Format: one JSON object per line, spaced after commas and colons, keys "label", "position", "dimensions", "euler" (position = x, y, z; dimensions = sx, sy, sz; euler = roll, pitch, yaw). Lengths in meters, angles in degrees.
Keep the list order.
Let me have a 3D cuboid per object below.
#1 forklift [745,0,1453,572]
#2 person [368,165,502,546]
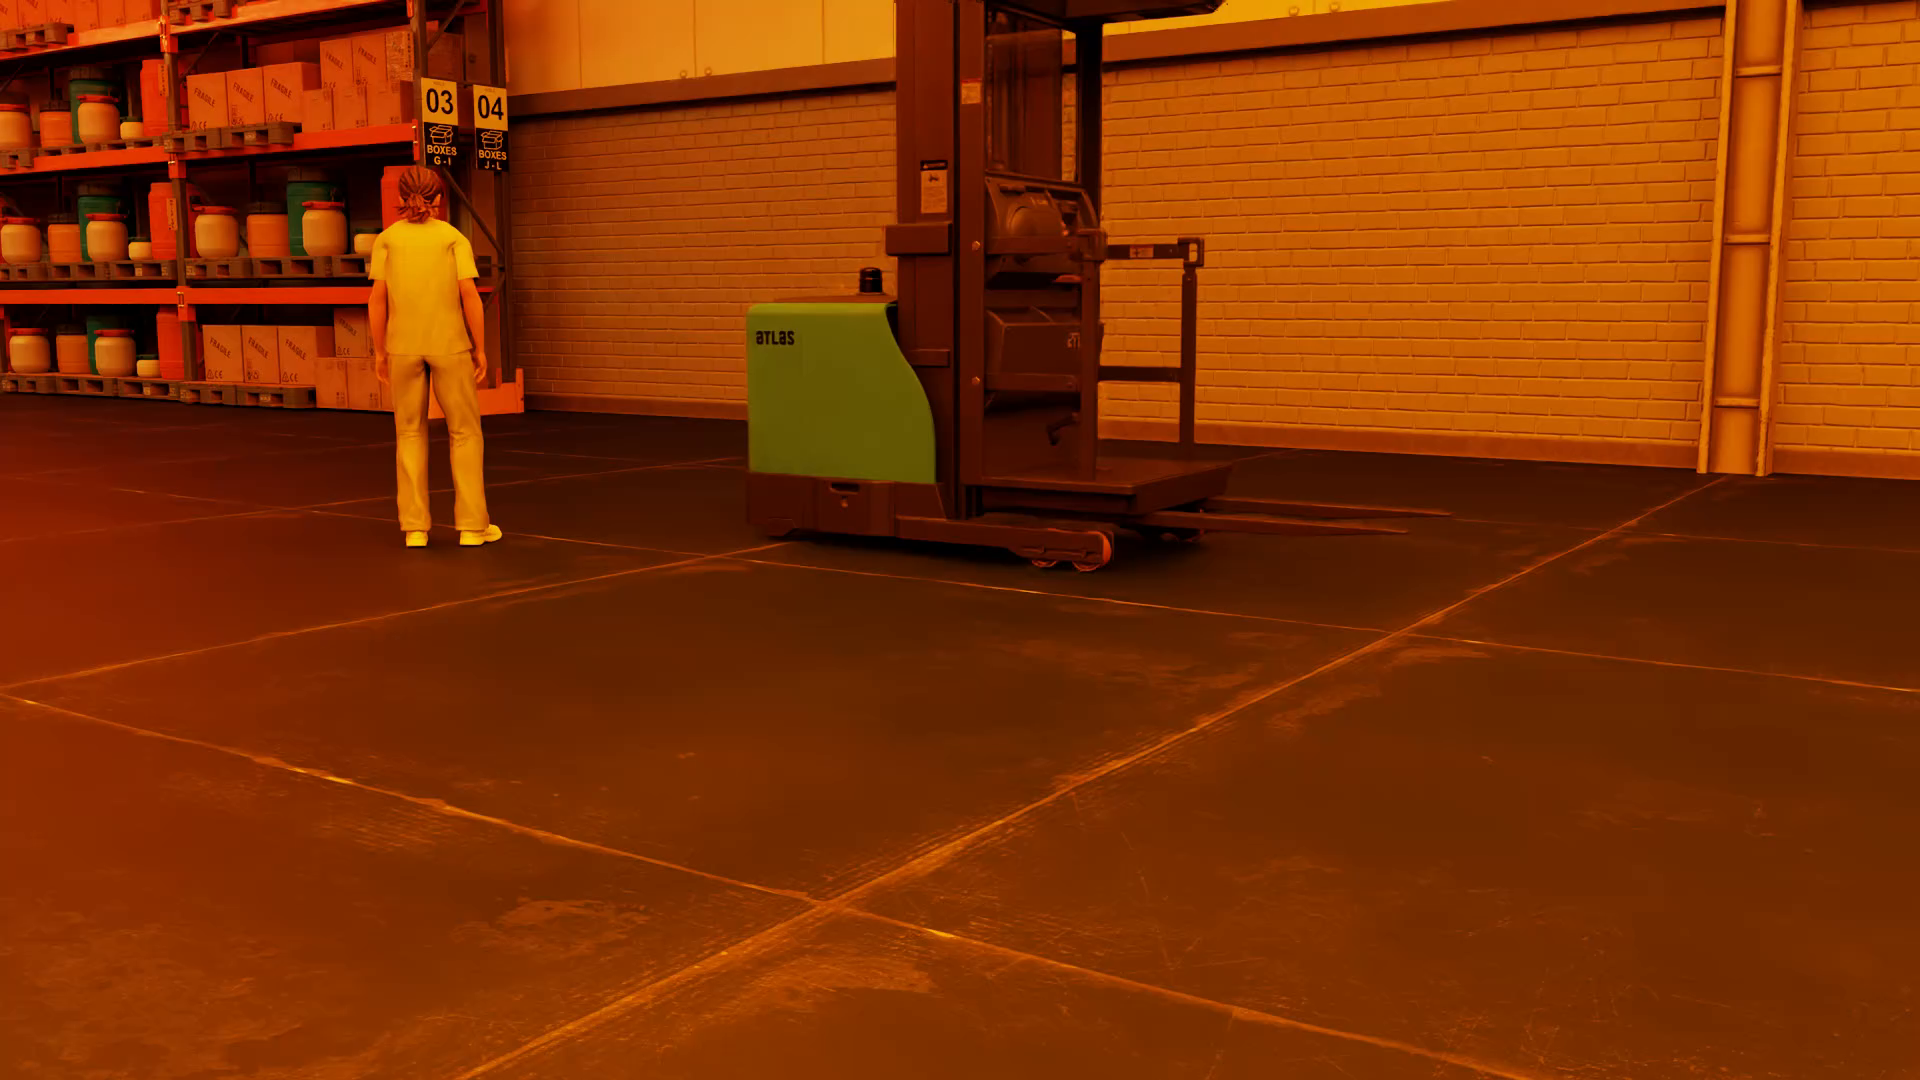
{"label": "forklift", "position": [0.542, -1.408, 7.095], "dimensions": [3.031, 2.935, 1.130], "euler": [5, 9, 31]}
{"label": "person", "position": [-2.335, -0.808, 7.353], "dimensions": [0.503, 1.671, 0.359], "euler": [-1, 8, -7]}
